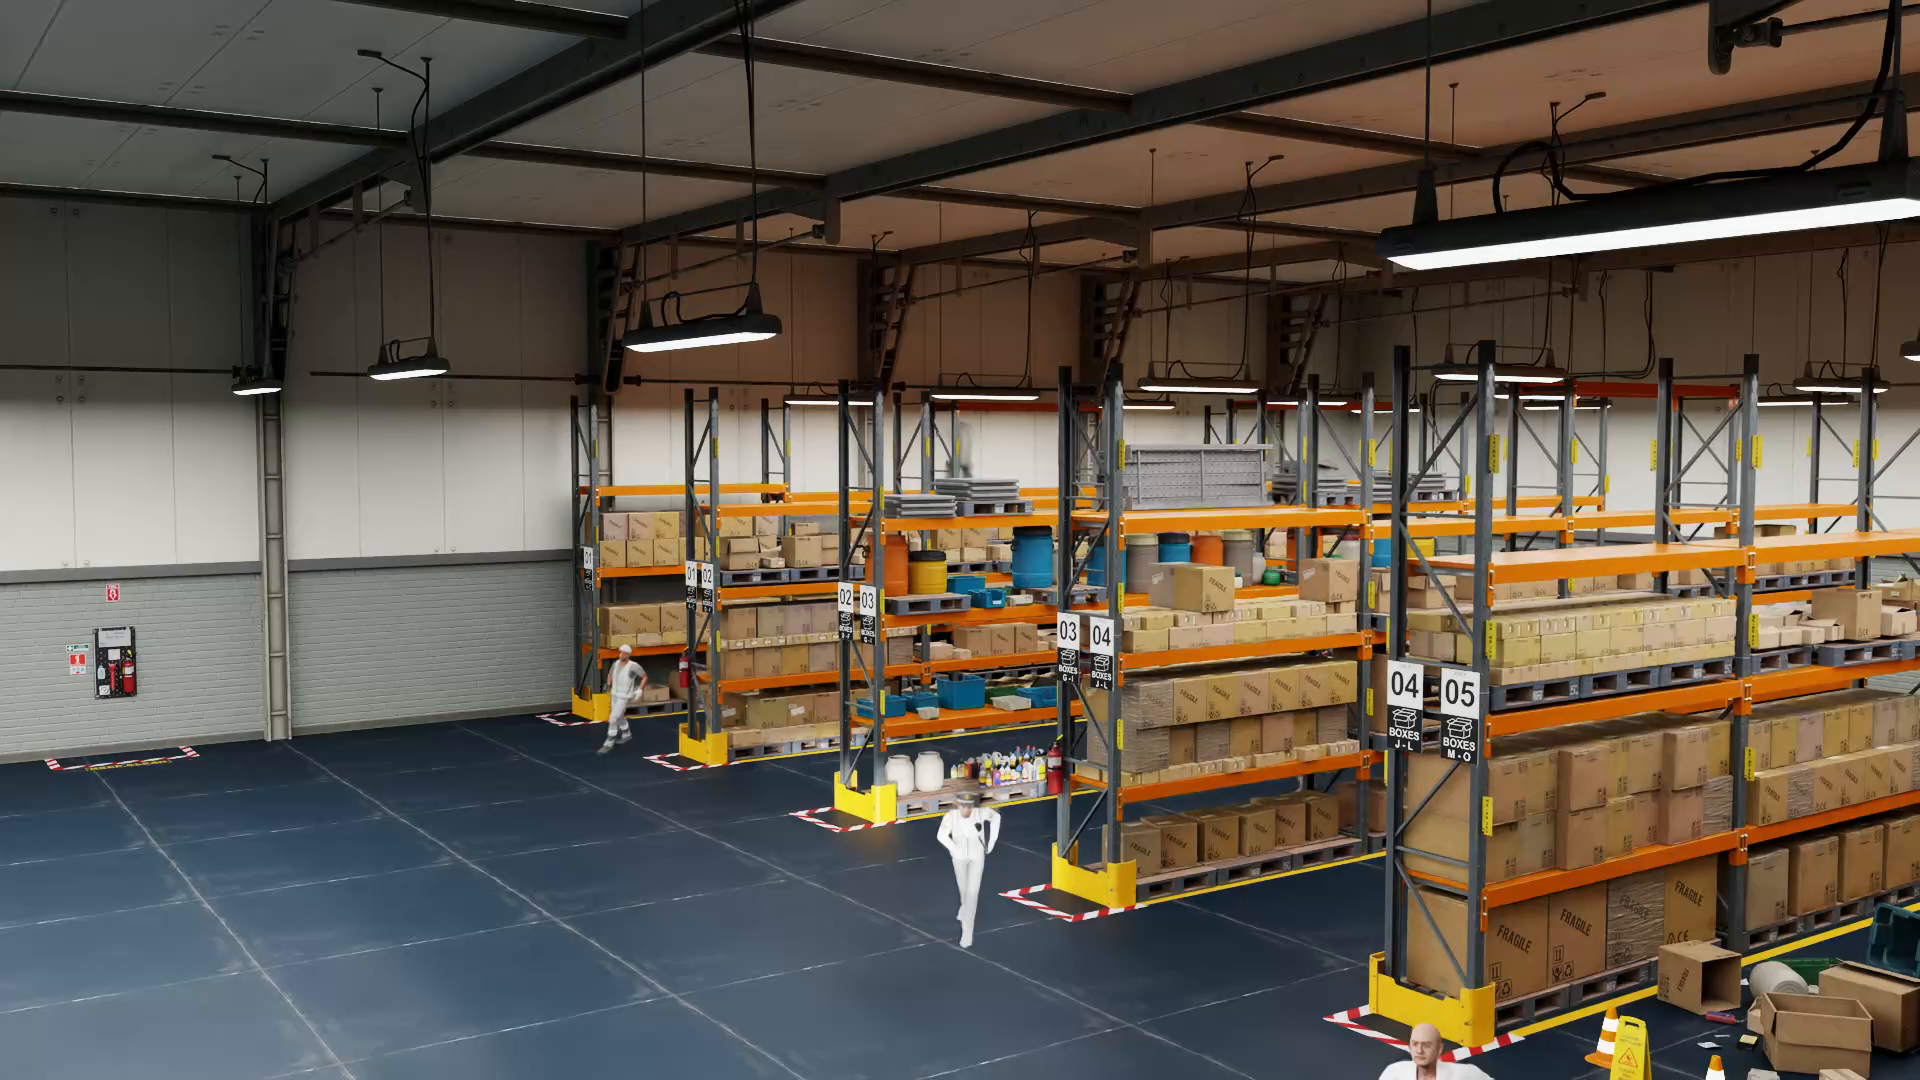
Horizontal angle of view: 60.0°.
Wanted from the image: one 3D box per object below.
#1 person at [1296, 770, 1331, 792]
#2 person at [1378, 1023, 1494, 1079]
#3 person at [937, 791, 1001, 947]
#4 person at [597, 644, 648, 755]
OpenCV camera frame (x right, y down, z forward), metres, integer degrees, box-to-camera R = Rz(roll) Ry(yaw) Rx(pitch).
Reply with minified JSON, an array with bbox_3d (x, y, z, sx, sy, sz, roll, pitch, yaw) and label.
[{"bbox_3d":[5.177,2.879,24.487,0.844,1.716,0.677,-3,5,-42],"label":"person"},{"bbox_3d":[2.772,3.687,9.739,0.728,1.736,0.897,2,4,29],"label":"person"},{"bbox_3d":[0.094,3.353,17.365,0.658,1.625,0.967,0,3,1],"label":"person"},{"bbox_3d":[-5.601,2.619,27.524,0.724,1.796,0.876,2,4,35],"label":"person"}]
